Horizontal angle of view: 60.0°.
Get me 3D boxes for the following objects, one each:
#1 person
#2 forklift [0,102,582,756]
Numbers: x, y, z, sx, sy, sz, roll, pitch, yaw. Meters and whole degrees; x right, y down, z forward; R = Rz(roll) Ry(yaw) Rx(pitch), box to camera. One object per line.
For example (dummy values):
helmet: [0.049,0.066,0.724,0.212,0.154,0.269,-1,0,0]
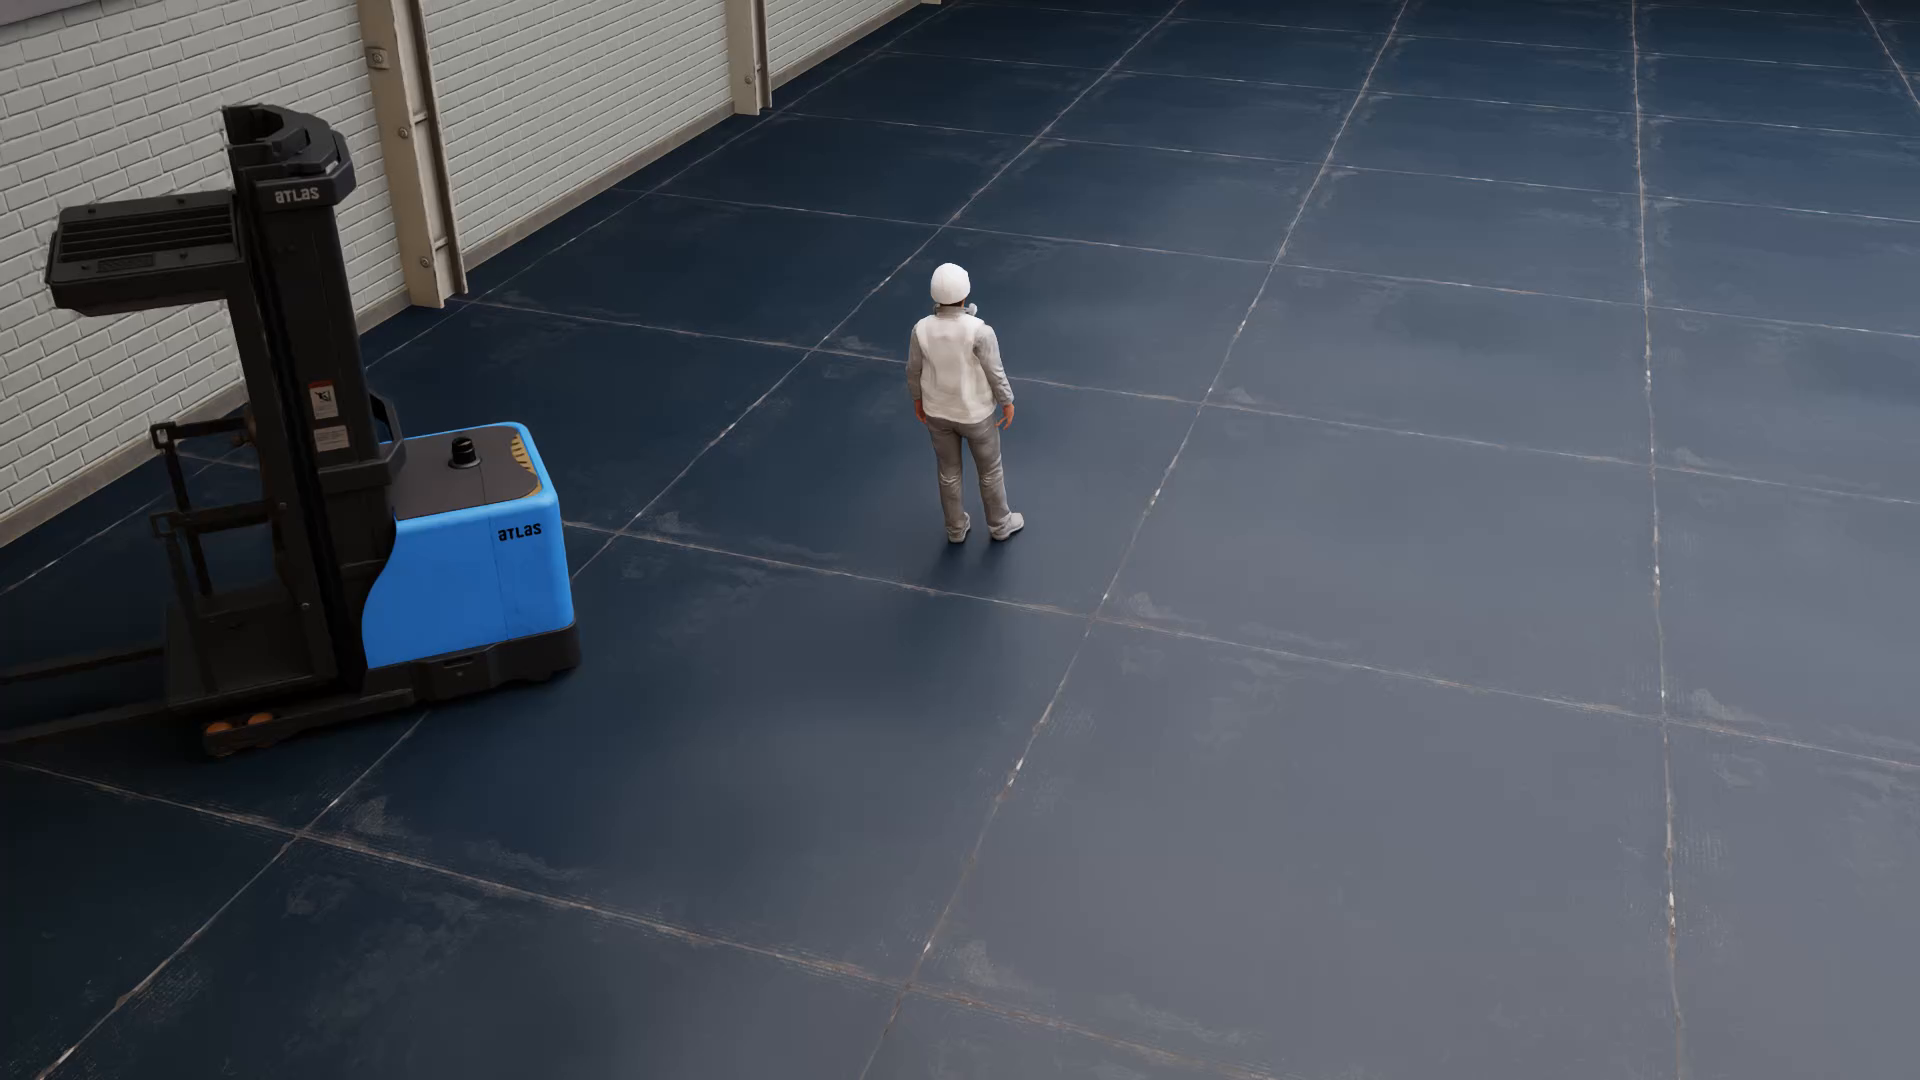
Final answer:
person: [0.028,-0.805,9.702,0.632,1.773,0.568,10,31,16]
forklift: [-3.580,-0.502,8.016,3.031,2.935,1.130,-12,32,-20]
